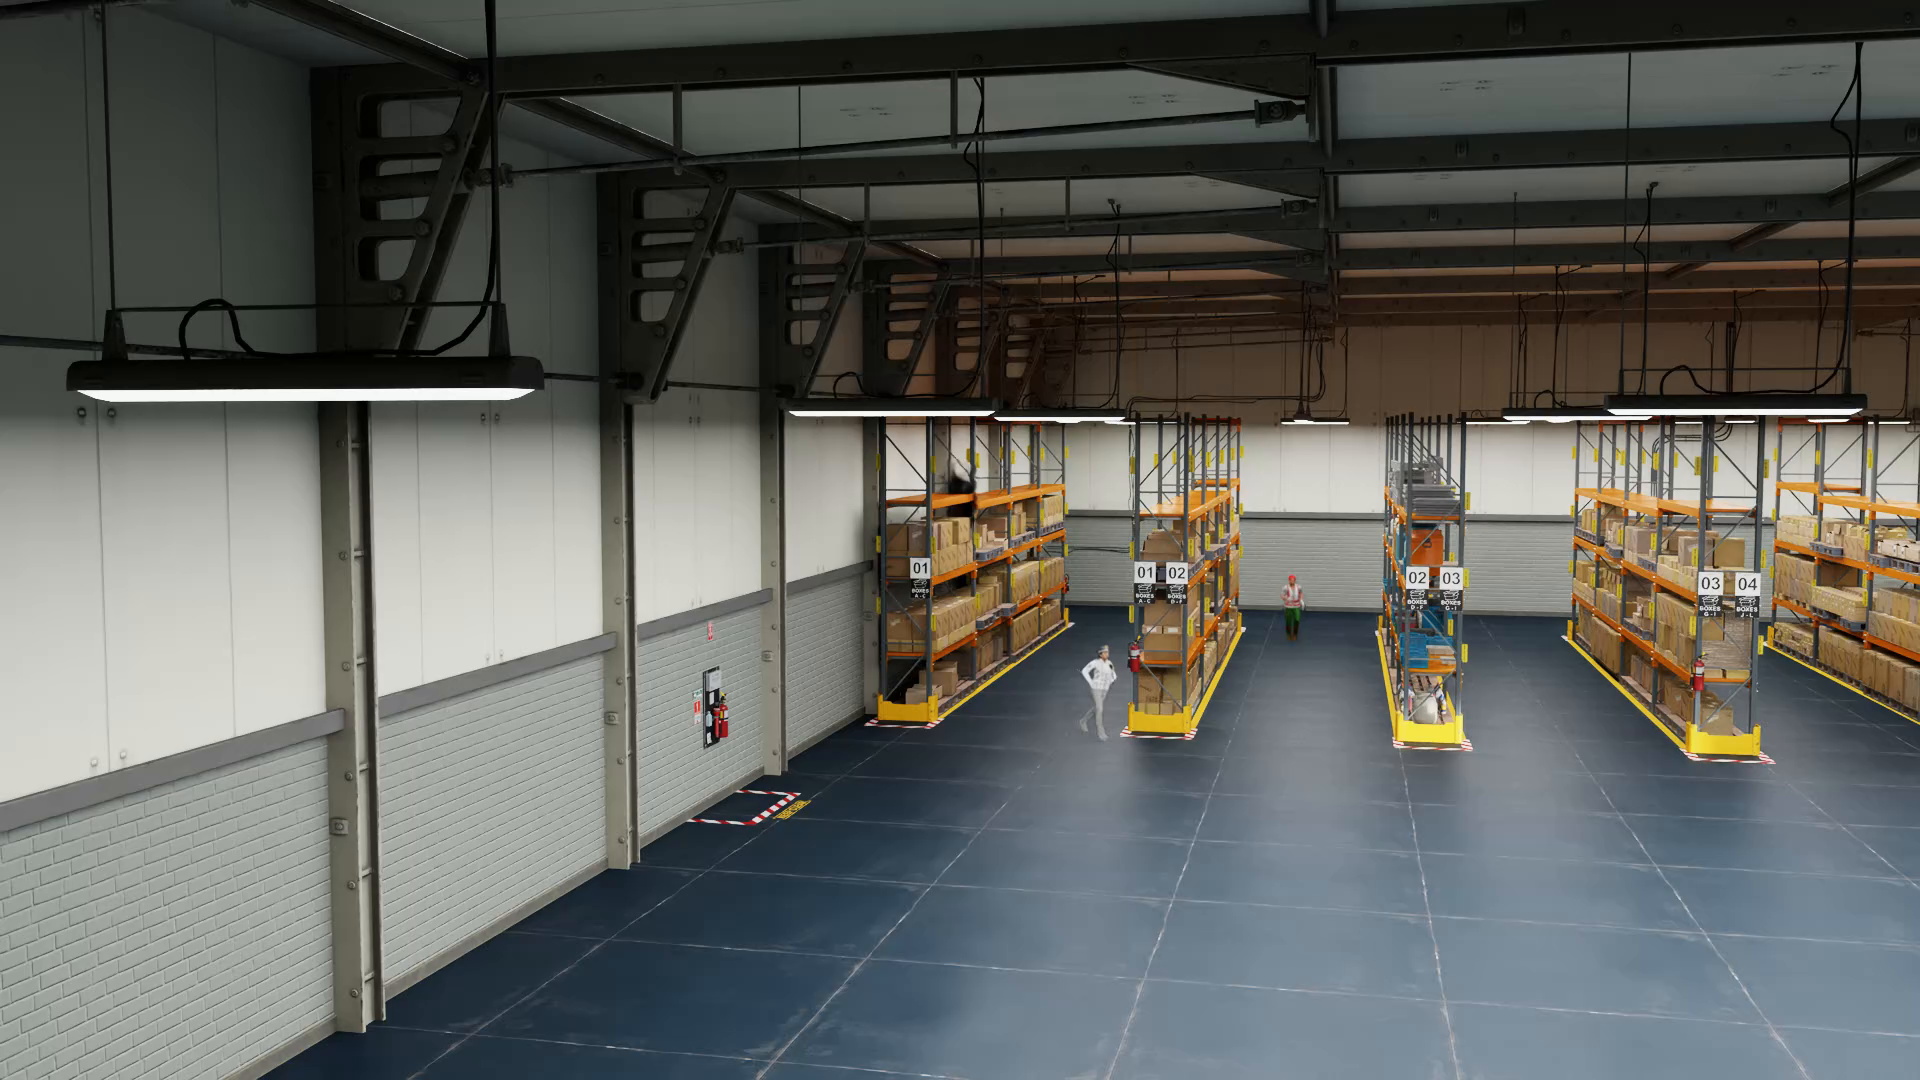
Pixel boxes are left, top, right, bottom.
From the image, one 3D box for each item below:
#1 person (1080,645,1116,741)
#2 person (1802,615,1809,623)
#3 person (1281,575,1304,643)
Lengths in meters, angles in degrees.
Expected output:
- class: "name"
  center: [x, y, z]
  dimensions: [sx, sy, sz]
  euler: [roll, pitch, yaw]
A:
- class: "person"
  center: [2.602, 2.795, 30.838]
  dimensions: [0.629, 1.715, 0.850]
  euler: [-3, 5, -34]
- class: "person"
  center: [22.751, 1.993, 44.417]
  dimensions: [0.735, 1.501, 0.588]
  euler: [1, 4, 8]
- class: "person"
  center: [8.875, 1.832, 44.372]
  dimensions: [0.642, 1.827, 0.837]
  euler: [0, 4, 4]
